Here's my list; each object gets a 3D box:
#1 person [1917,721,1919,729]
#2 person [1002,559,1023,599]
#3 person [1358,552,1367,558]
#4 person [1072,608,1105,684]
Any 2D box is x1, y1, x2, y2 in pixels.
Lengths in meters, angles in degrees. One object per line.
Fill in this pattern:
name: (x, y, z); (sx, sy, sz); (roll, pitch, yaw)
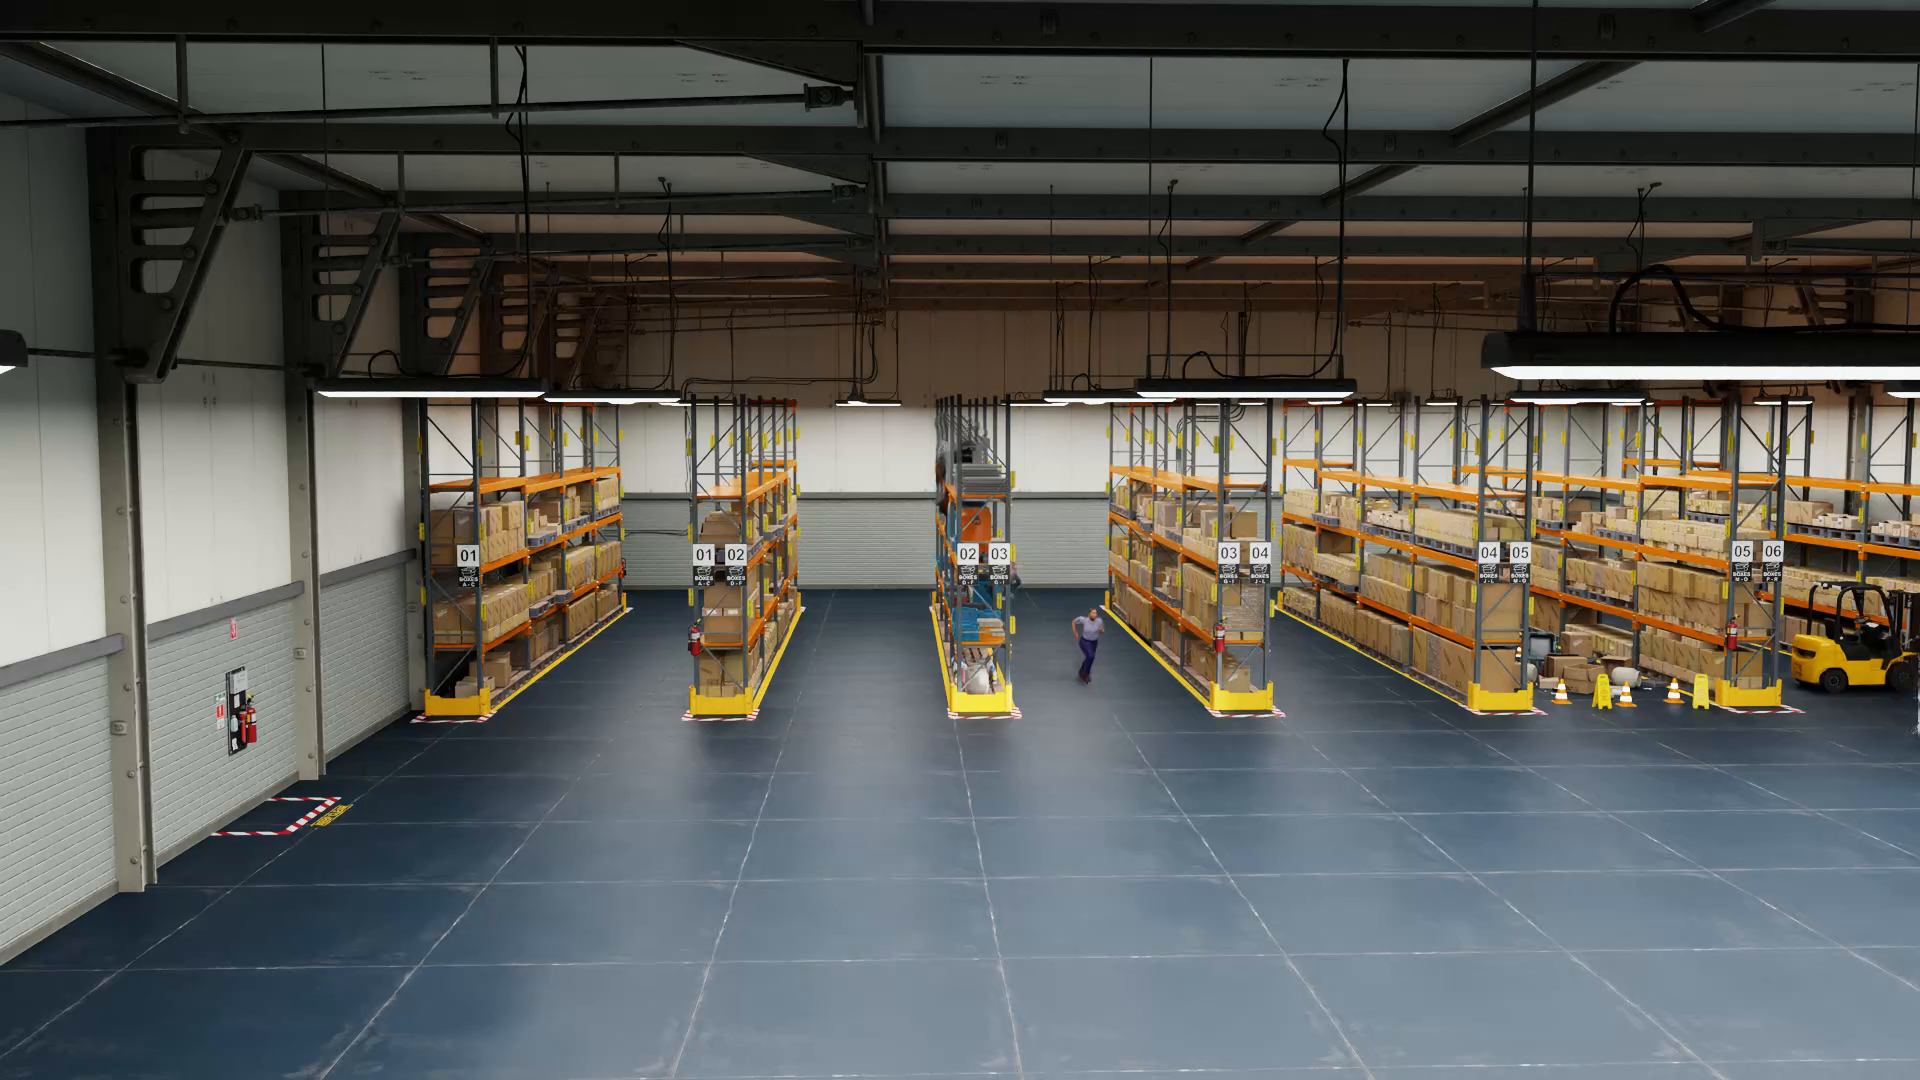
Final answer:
person: (16.916, 2.570, 28.508); (0.716, 1.814, 0.993); (-2, 5, -19)
person: (1.571, 1.003, 49.783); (0.636, 1.570, 0.512); (1, 5, 13)
person: (11.271, 1.198, 46.430); (0.653, 1.755, 0.848); (-1, 5, -11)
person: (2.683, 2.188, 34.731); (0.593, 1.592, 0.877); (-2, 5, -25)
